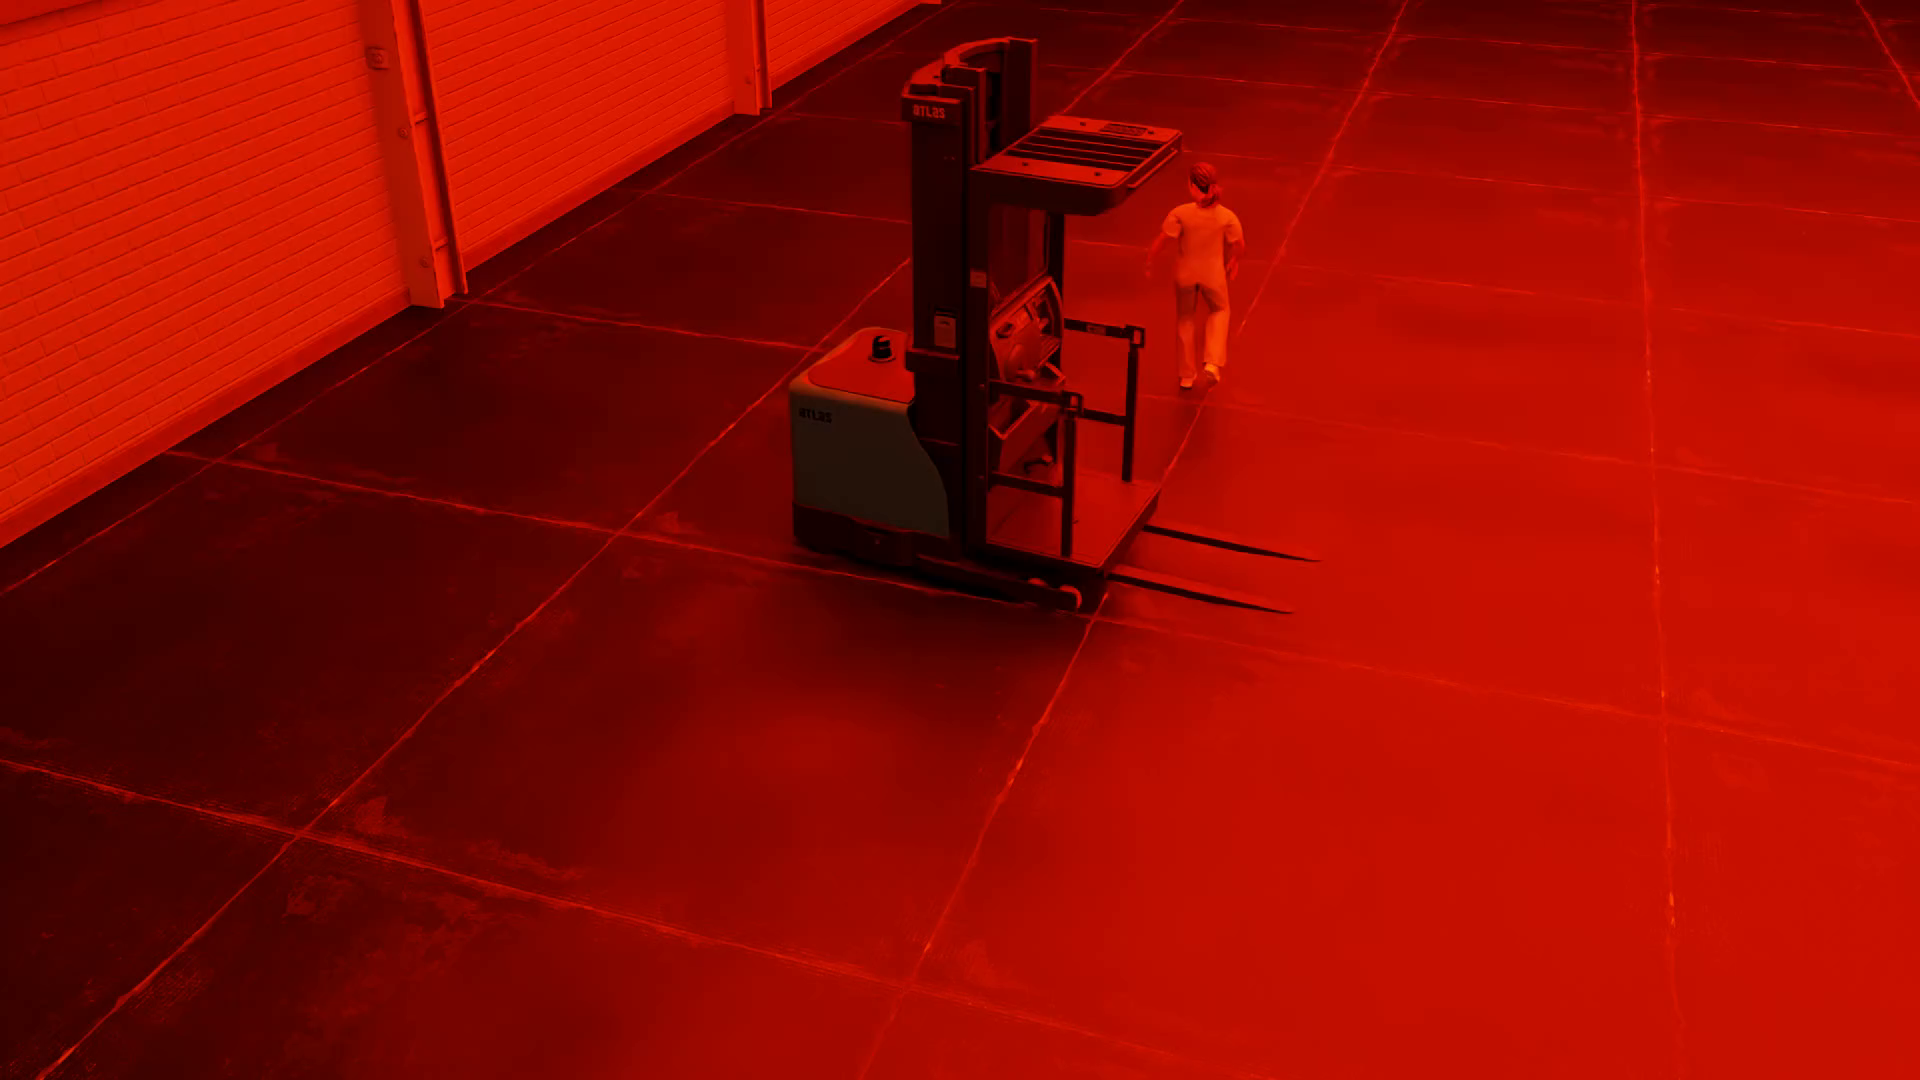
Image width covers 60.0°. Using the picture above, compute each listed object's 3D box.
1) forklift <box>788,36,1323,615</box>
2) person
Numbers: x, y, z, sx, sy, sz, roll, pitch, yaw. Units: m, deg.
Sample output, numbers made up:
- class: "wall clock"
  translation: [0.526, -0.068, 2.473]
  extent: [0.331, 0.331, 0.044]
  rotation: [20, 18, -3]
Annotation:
- class: "forklift"
  translation: [0.555, -1.151, 9.156]
  extent: [3.031, 2.935, 1.130]
  rotation: [13, 32, 21]
- class: "person"
  translation: [1.639, -1.863, 11.707]
  extent: [0.689, 1.651, 0.473]
  rotation: [7, 30, 12]
